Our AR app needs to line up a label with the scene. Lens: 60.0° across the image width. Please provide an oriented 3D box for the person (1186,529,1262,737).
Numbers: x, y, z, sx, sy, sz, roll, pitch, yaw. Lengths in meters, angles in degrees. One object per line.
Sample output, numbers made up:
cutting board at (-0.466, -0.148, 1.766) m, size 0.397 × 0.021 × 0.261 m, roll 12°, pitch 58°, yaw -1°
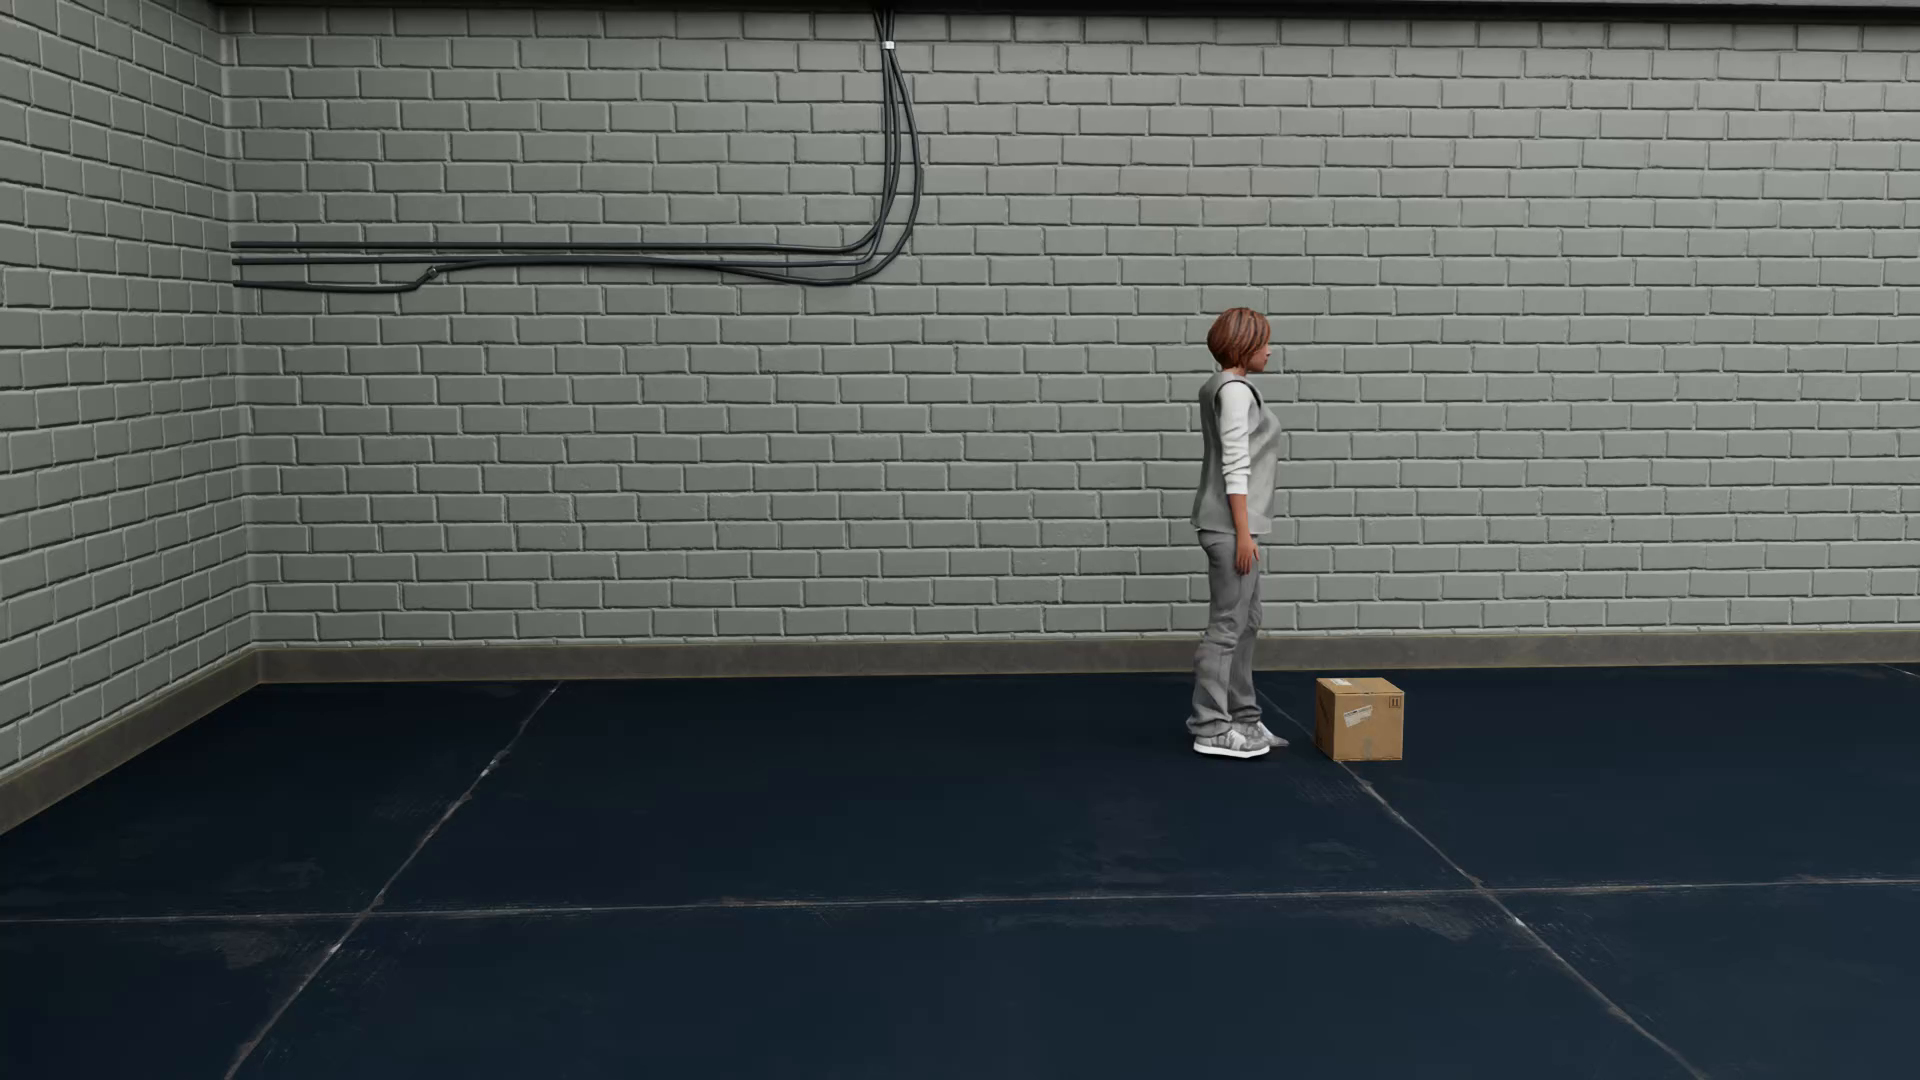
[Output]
person at (0.964, 0.277, 5.978) m, size 0.298 × 0.848 × 0.383 m, roll 0°, pitch 7°, yaw 2°
